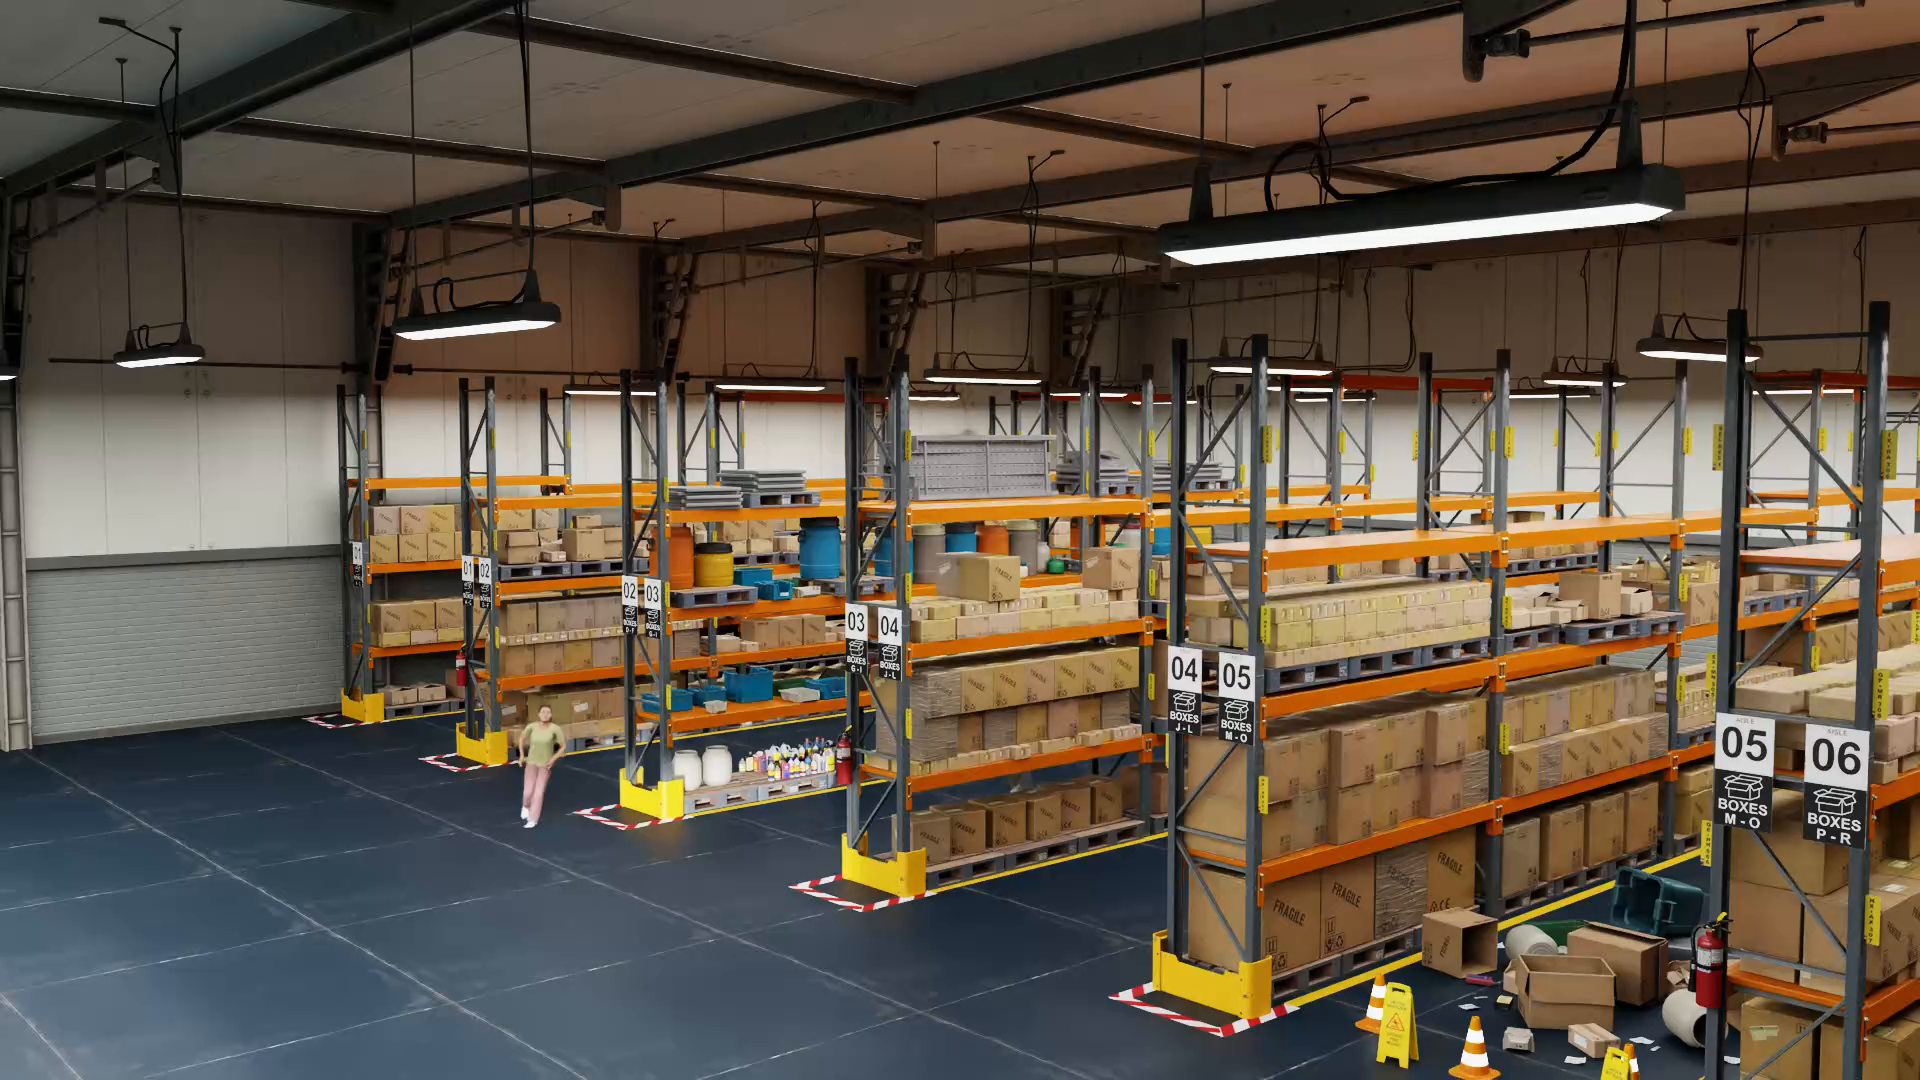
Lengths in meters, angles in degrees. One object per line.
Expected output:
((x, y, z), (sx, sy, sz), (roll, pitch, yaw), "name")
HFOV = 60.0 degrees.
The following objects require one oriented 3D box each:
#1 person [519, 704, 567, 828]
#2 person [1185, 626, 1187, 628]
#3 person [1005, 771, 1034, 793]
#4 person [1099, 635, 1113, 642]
((-5.449, 2.934, 21.723), (0.612, 1.611, 0.523), (-1, 4, -9), "person")
((4.942, 2.114, 34.856), (0.567, 1.547, 0.668), (3, 5, 41), "person")
((0.819, 2.806, 23.273), (0.539, 1.650, 0.651), (3, 5, 35), "person")
((2.773, 1.870, 32.417), (0.646, 1.766, 0.598), (3, 5, 37), "person")
